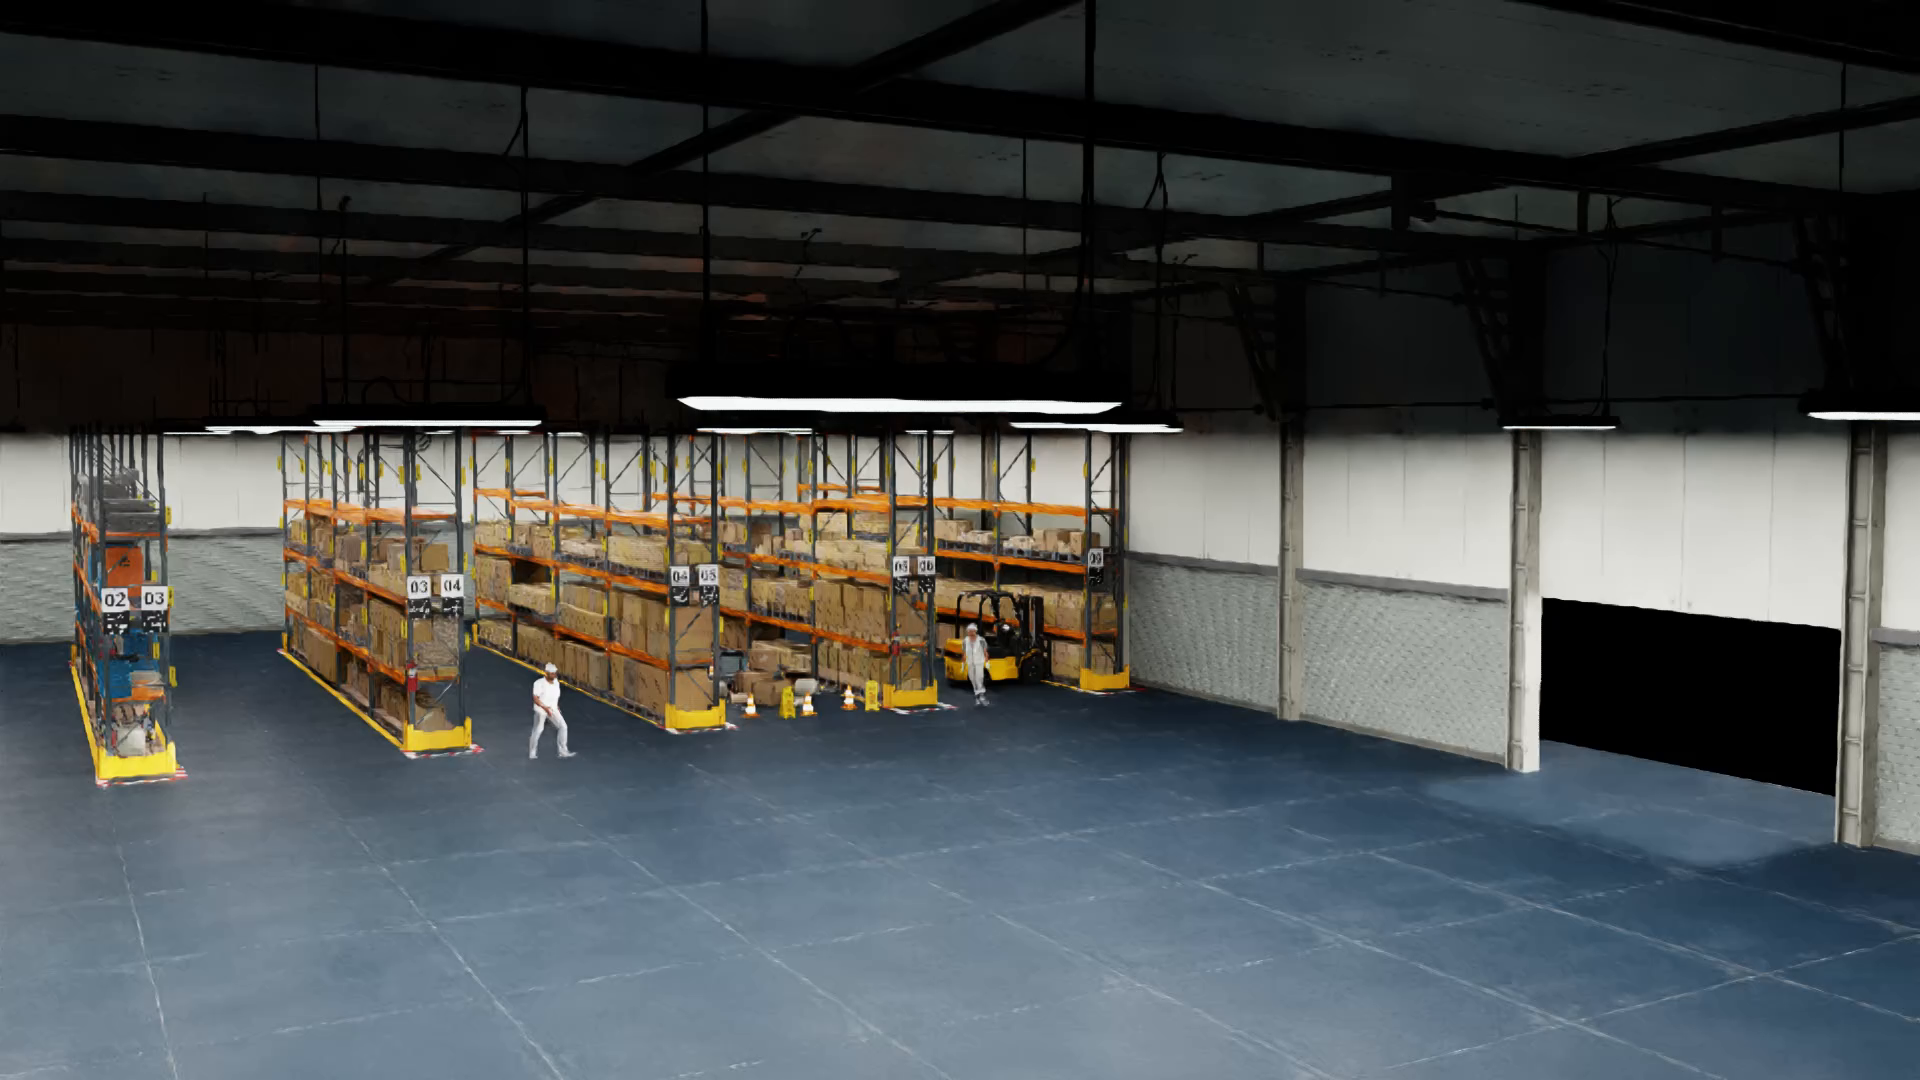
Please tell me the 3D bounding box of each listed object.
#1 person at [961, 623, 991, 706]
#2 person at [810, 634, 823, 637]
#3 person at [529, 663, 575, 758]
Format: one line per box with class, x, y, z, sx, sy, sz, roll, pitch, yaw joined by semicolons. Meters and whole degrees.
person;0.353;2.639;35.282;0.647;1.774;0.430;1;4;22
person;-4.011;1.928;47.662;0.545;1.670;0.544;-1;4;-13
person;-7.346;3.033;29.609;0.761;1.708;0.704;3;5;39
